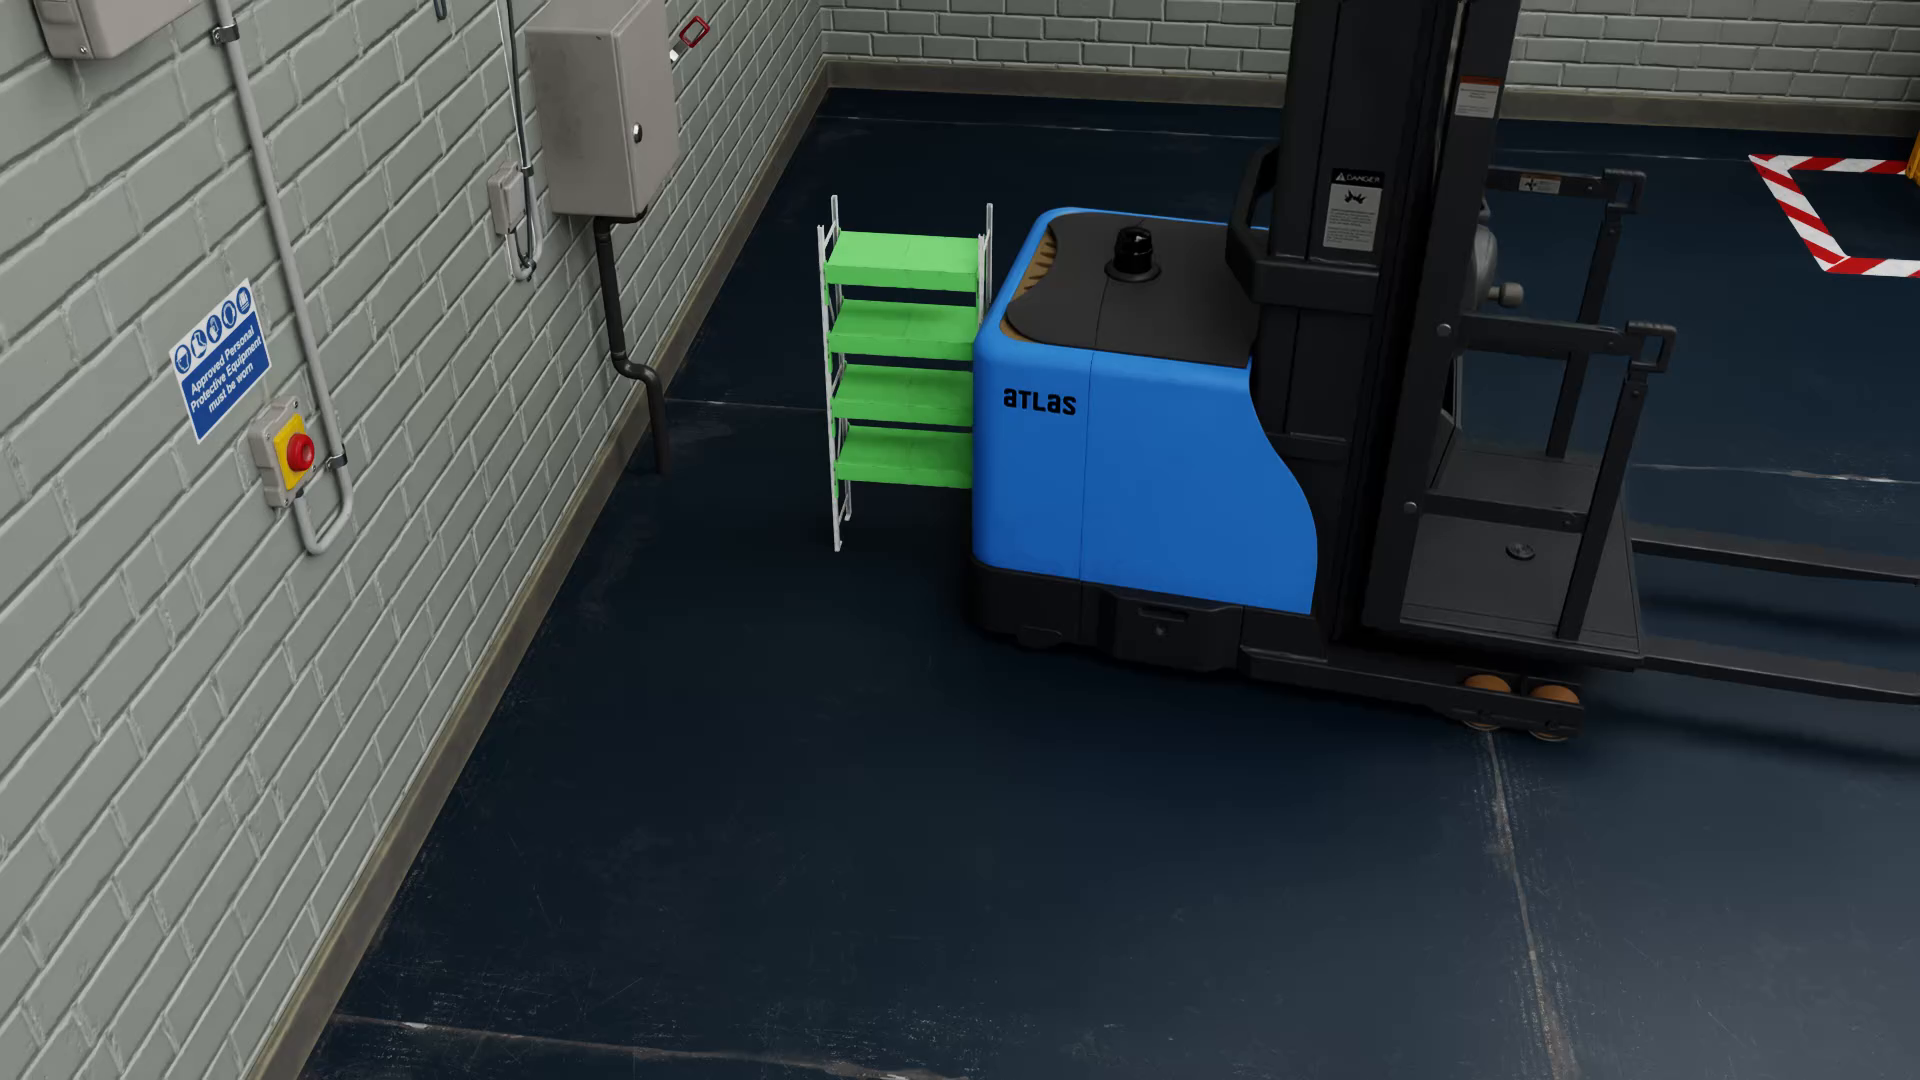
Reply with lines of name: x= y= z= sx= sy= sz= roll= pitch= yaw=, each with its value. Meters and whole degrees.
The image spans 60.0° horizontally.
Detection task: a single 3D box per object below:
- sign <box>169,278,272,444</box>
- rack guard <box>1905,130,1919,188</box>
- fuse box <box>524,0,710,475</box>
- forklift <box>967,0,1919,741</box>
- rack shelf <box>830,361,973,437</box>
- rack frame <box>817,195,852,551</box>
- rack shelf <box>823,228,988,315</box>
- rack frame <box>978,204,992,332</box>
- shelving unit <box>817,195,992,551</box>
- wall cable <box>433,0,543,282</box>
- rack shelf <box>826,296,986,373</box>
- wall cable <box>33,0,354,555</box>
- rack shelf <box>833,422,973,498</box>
sign: x=-1.534 y=-0.376 z=3.462 sx=0.001 sy=0.218 sz=0.327 roll=4 pitch=36 yaw=6
rack guard: x=4.833 y=-1.723 z=7.733 sx=0.348 sy=0.500 sz=1.175 roll=4 pitch=36 yaw=6
fuse box: x=-1.055 y=-0.964 z=5.628 sx=0.414 sy=1.711 sz=0.539 roll=4 pitch=36 yaw=6
forklift: x=1.598 y=-0.941 z=4.545 sx=3.031 sy=2.935 sz=1.130 roll=8 pitch=36 yaw=12
rack shelf: x=-0.164 y=-0.449 z=5.456 sx=0.480 sy=0.148 sz=0.258 roll=4 pitch=36 yaw=6
rack frame: x=-0.406 y=-0.519 z=5.444 sx=0.015 sy=1.200 sz=0.240 roll=4 pitch=36 yaw=6
rack shelf: x=-0.164 y=-0.839 z=5.177 sx=0.480 sy=0.148 sz=0.258 roll=4 pitch=36 yaw=6
rack frame: x=0.078 y=-0.483 z=5.393 sx=0.015 sy=1.200 sz=0.240 roll=4 pitch=36 yaw=6
shelving unit: x=-0.164 y=-0.501 z=5.419 sx=0.503 sy=1.200 sz=0.258 roll=4 pitch=36 yaw=6
wall cable: x=-1.298 y=-1.521 z=4.424 sx=0.122 sy=1.984 sz=0.588 roll=4 pitch=36 yaw=6
rack shelf: x=-0.164 y=-0.644 z=5.316 sx=0.480 sy=0.148 sz=0.258 roll=4 pitch=36 yaw=6
wall cable: x=-1.467 y=-0.715 z=3.269 sx=0.123 sy=1.953 sz=0.585 roll=4 pitch=36 yaw=6
rack shelf: x=-0.164 y=-0.253 z=5.595 sx=0.480 sy=0.148 sz=0.258 roll=4 pitch=36 yaw=6
